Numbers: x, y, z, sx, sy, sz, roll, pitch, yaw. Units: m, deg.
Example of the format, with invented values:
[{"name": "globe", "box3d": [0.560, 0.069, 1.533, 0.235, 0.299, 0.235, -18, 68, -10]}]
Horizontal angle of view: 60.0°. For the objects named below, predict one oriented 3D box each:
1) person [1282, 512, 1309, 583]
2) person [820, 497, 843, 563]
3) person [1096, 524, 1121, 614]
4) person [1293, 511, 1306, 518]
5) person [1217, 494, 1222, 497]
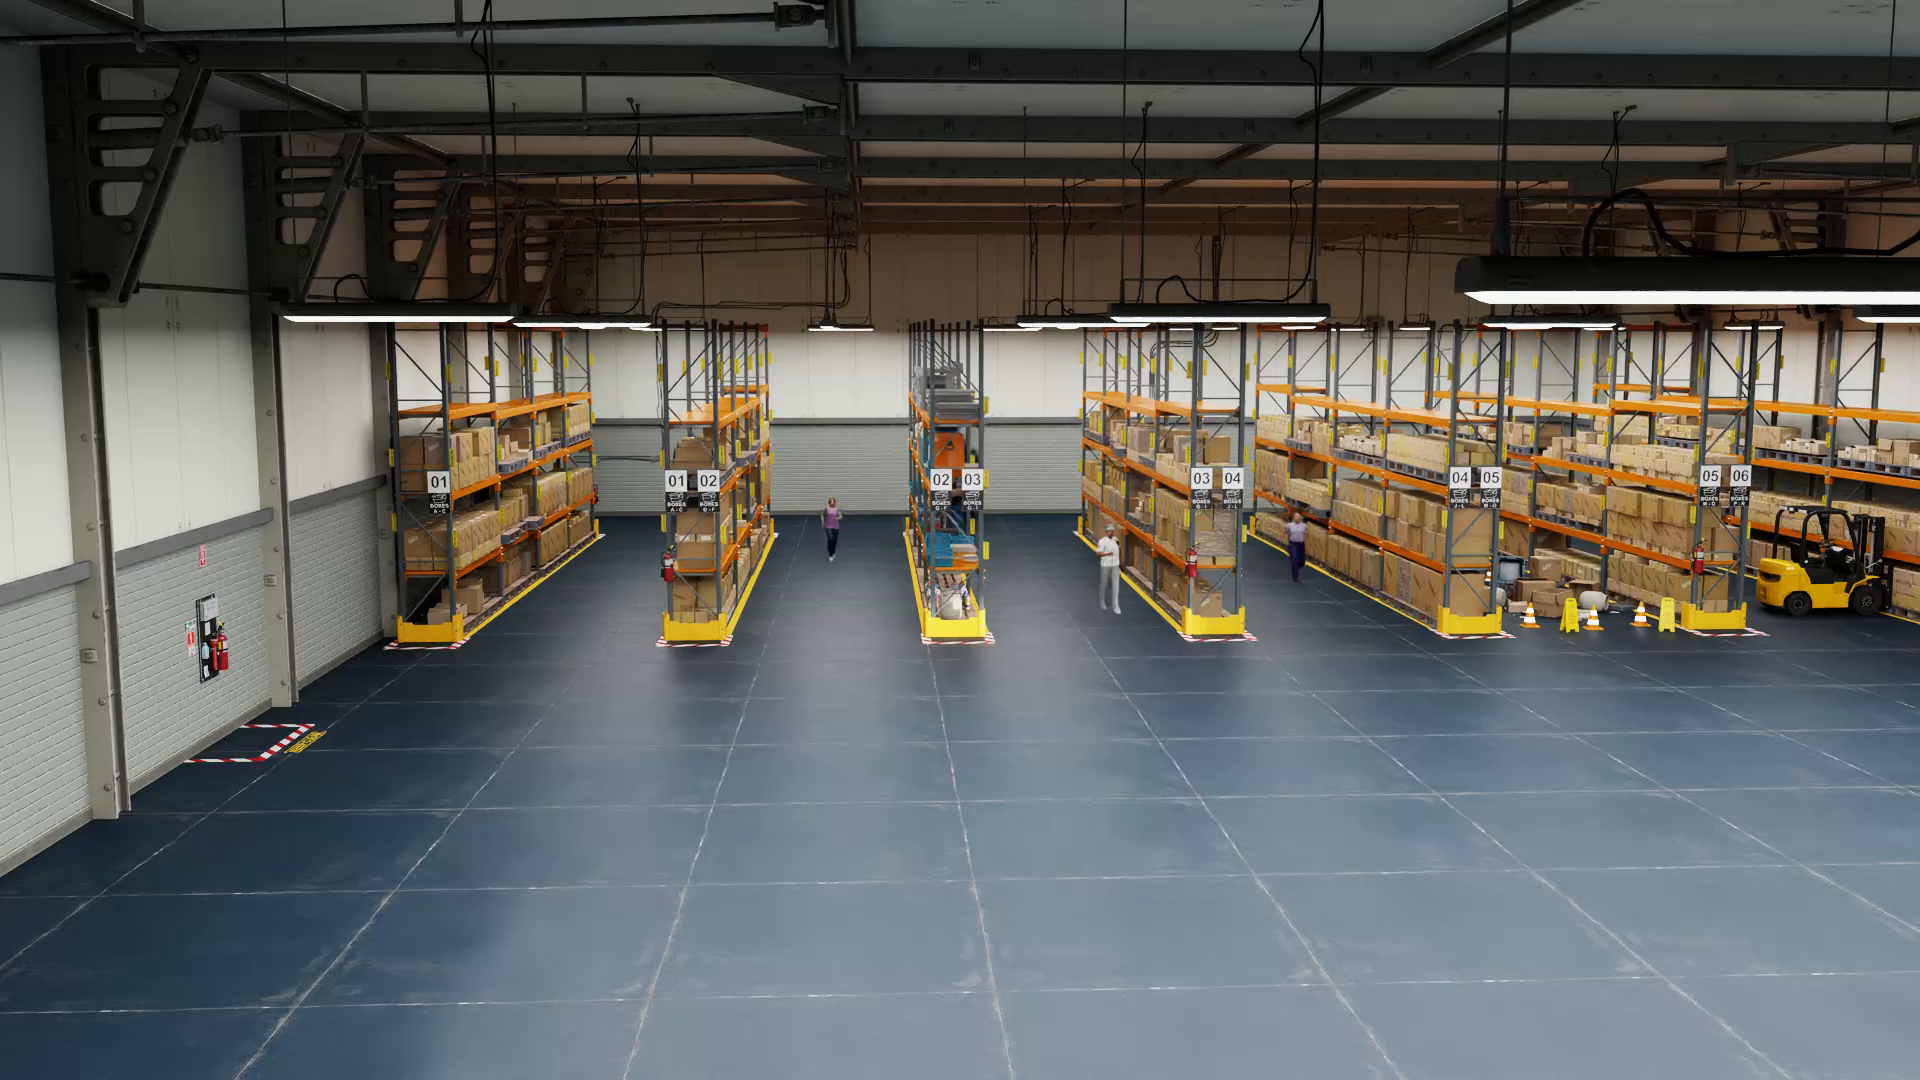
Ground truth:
[{"name": "person", "box3d": [7.801, 0.159, 38.611, 0.620, 1.611, 0.762, -1, 7, -5]}, {"name": "person", "box3d": [-3.239, -0.268, 42.055, 0.510, 1.643, 0.737, -2, 7, -16]}, {"name": "person", "box3d": [2.951, 0.533, 32.669, 0.576, 1.725, 0.796, -2, 7, -13]}, {"name": "person", "box3d": [9.894, -1.163, 48.917, 0.754, 1.699, 0.703, -4, 8, -30]}, {"name": "person", "box3d": [7.241, -0.814, 46.539, 0.547, 1.601, 0.775, 1, 7, 9]}]
